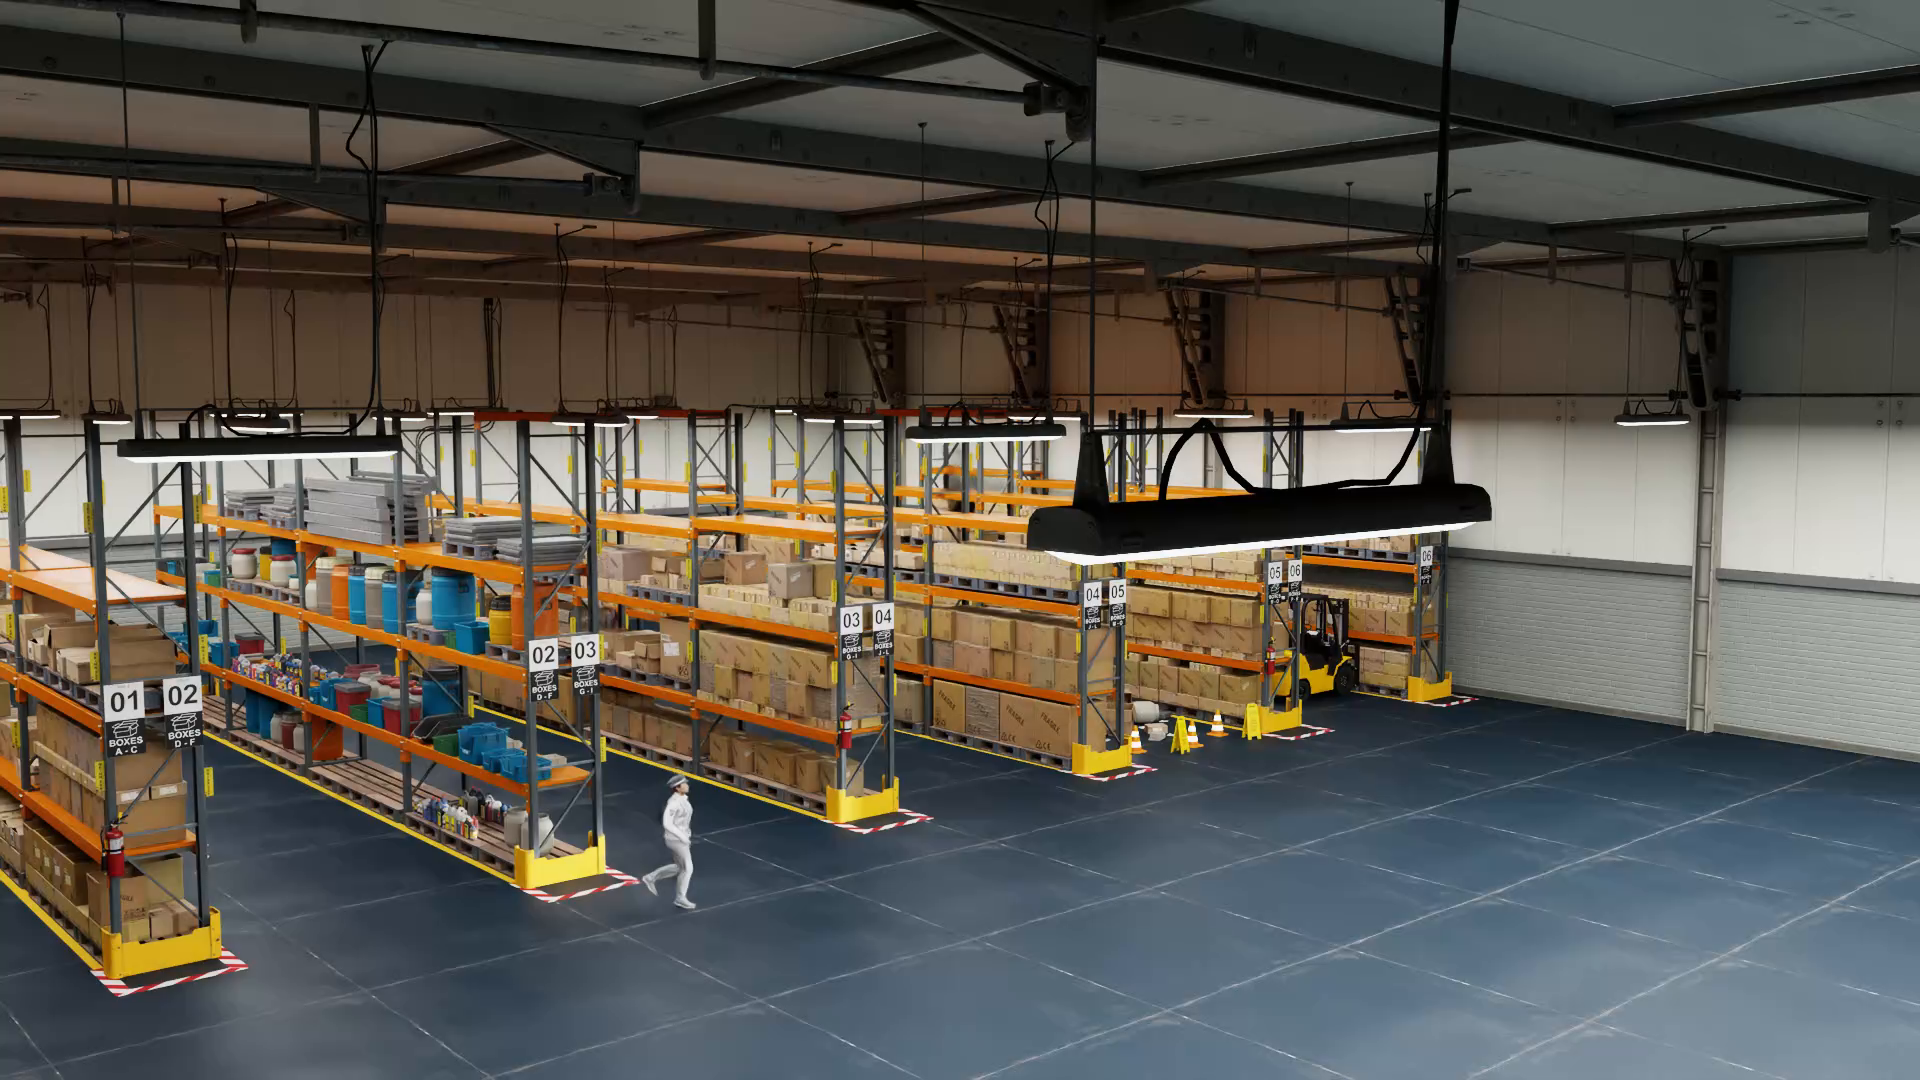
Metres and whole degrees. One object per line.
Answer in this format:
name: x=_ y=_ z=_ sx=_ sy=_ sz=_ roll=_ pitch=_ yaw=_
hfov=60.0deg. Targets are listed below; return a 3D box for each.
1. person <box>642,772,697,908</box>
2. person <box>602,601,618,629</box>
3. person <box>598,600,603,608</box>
person: x=-3.578 y=3.703 z=20.570 sx=0.634 sy=1.699 sz=0.629 roll=0 pitch=5 yaw=-1
person: x=-7.914 y=2.188 z=37.216 sx=0.708 sy=1.801 sz=0.881 roll=-3 pitch=6 yaw=-34
person: x=-8.724 y=1.889 z=41.207 sx=0.624 sy=1.690 sz=0.680 roll=-2 pitch=5 yaw=-22
